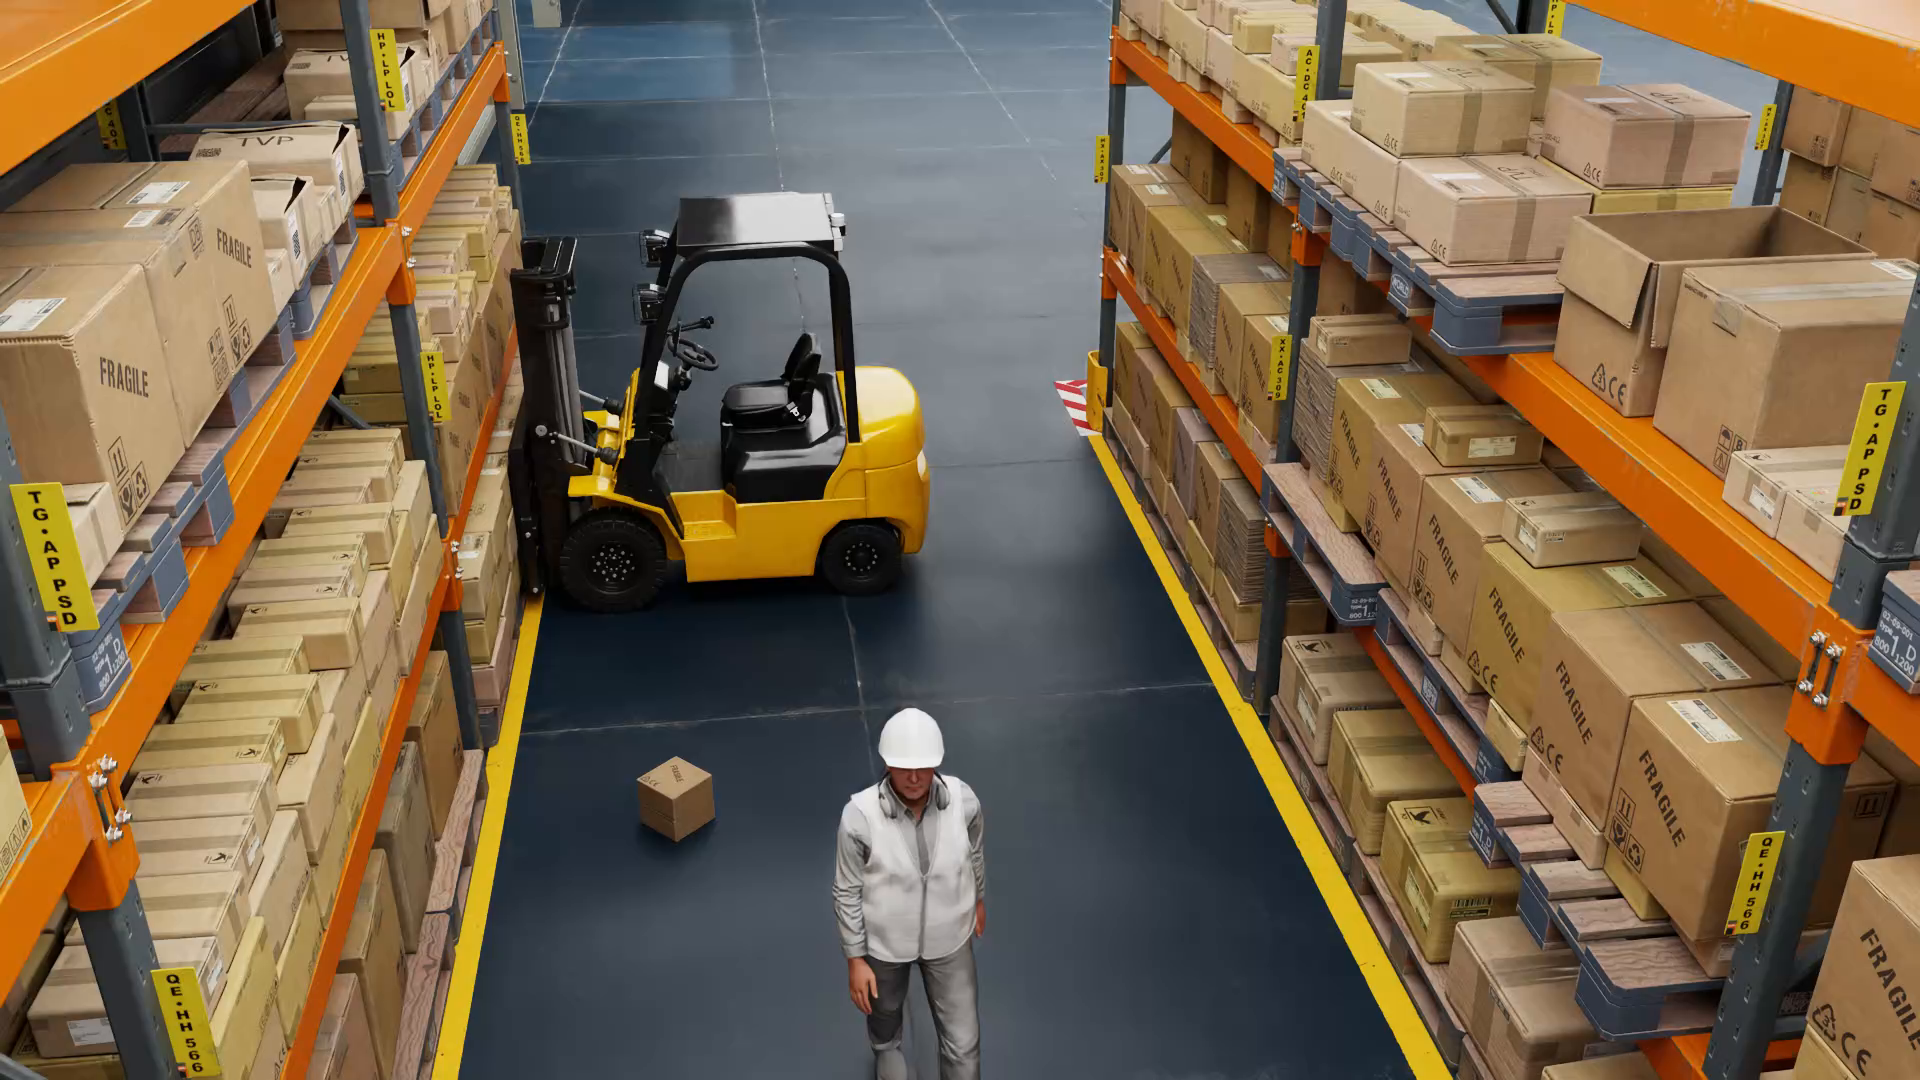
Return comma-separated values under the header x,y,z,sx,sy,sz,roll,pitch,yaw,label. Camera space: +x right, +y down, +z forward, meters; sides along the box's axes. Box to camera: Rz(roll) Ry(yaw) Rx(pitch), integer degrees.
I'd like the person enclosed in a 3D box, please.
x,y,z,sx,sy,sz,roll,pitch,yaw,label
-0.148,1.406,5.798,0.572,1.736,0.946,-5,27,-9,person
